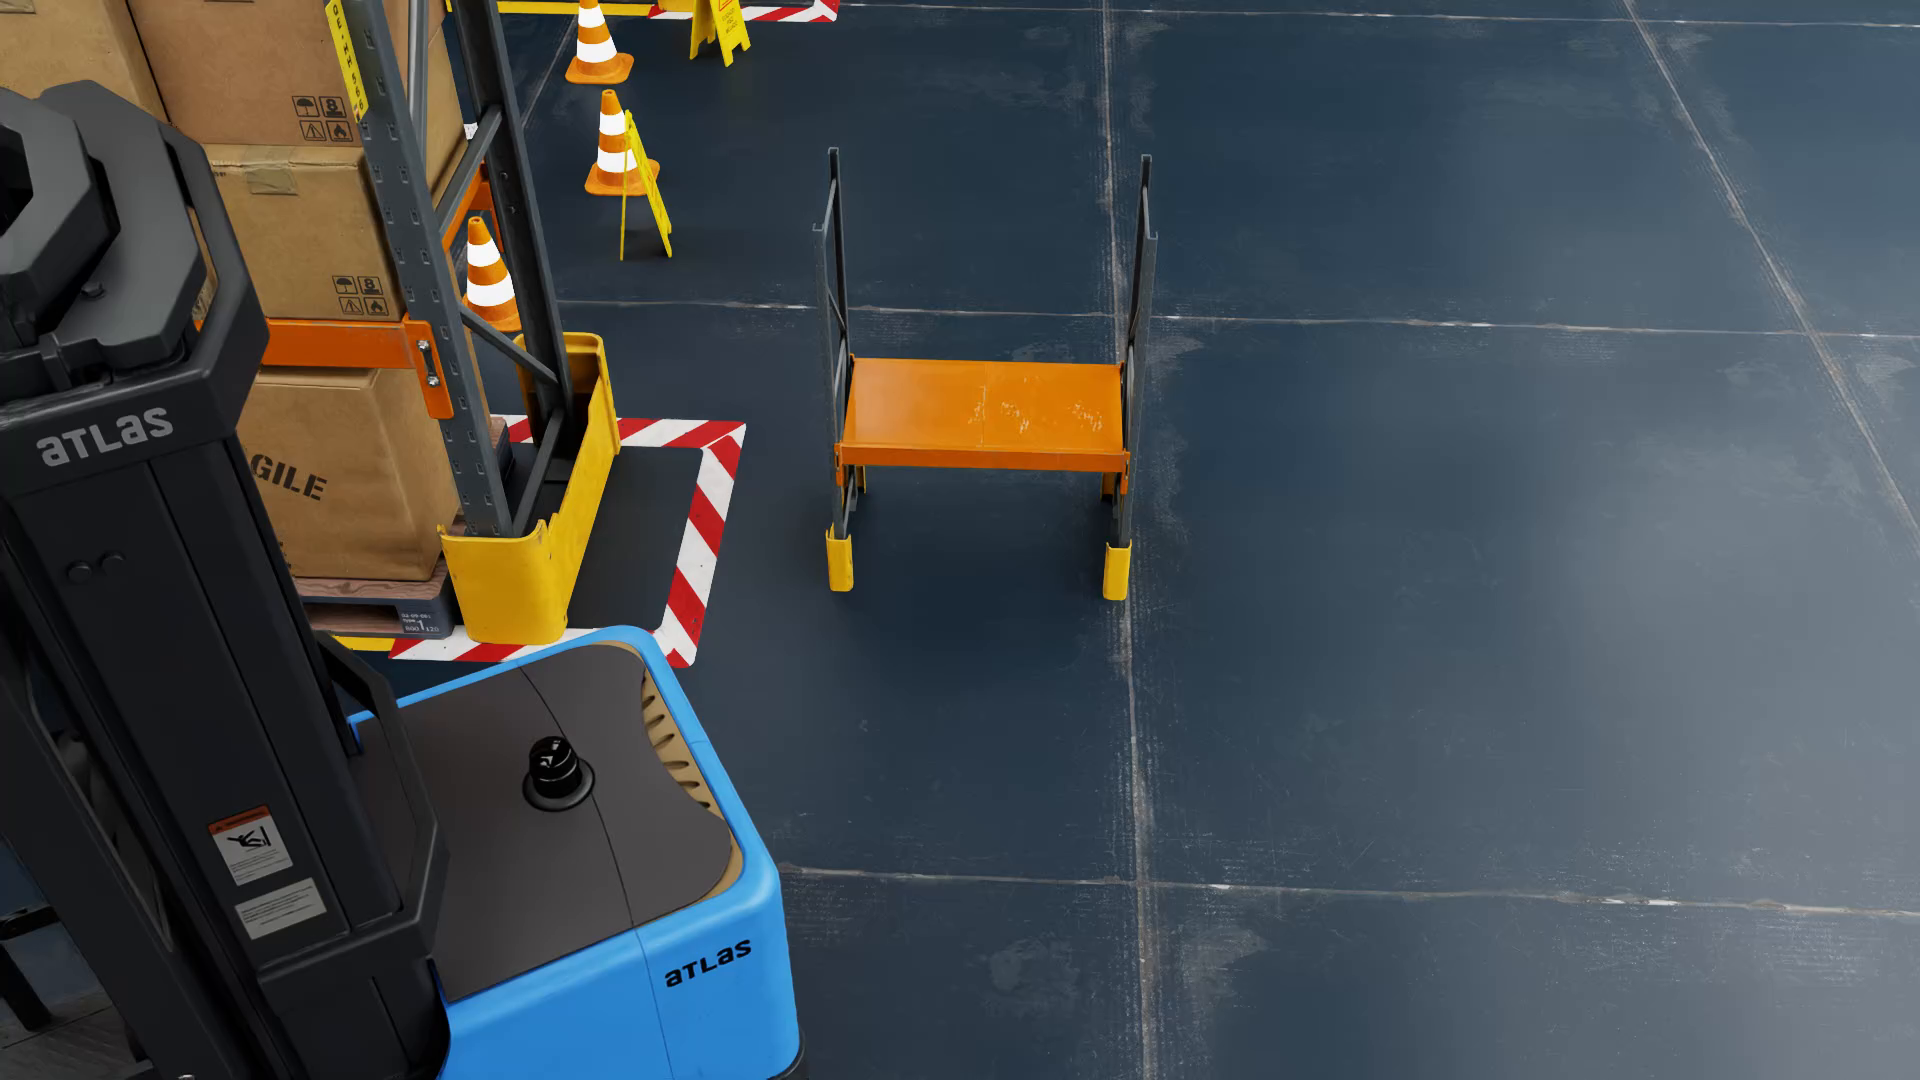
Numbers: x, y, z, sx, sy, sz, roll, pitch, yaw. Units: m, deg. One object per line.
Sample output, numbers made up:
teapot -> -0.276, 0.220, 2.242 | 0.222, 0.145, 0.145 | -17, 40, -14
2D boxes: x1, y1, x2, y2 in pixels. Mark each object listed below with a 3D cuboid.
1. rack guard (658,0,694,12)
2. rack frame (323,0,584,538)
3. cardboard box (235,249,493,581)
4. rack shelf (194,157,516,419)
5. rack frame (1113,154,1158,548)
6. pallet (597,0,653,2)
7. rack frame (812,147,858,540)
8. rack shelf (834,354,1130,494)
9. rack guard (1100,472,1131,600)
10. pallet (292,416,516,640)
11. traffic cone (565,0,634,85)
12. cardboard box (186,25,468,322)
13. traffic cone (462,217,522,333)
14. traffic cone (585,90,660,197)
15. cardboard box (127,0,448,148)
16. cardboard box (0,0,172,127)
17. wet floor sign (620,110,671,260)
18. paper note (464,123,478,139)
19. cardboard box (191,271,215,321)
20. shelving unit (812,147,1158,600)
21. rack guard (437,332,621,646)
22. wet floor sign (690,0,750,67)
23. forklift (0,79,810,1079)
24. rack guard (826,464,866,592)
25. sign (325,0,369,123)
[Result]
rack guard -> -1.531, -3.591, 9.738 | 0.348, 0.500, 1.175 | 2, 43, 2
rack frame -> -1.578, -1.129, 5.262 | 0.127, 3.000, 1.000 | 2, 43, 2
cardboard box -> -2.258, -0.481, 5.817 | 0.875, 0.875, 0.875 | 2, 43, 2
rack shelf -> -3.576, -0.928, 5.573 | 4.000, 0.370, 1.077 | 2, 43, 2
rack frame -> 0.593, -0.531, 5.719 | 0.032, 1.500, 0.500 | 2, 43, 2
pallet -> -2.341, -3.534, 9.889 | 1.213, 0.211, 1.003 | 2, 43, 2
rack frame -> -0.423, -0.562, 5.753 | 0.032, 1.500, 0.500 | 2, 43, 2
rack shelf -> 0.085, -0.415, 5.859 | 1.000, 0.185, 0.538 | 2, 43, 2
rack guard -> 0.574, -0.074, 6.146 | 0.087, 0.250, 0.587 | 2, 43, 2
pallet -> -2.380, -0.080, 6.181 | 1.213, 0.211, 1.003 | 2, 43, 2
traffic cone -> -1.943, -2.710, 8.819 | 0.334, 0.463, 0.336 | 2, 43, 2
cardboard box -> -1.950, -1.165, 5.190 | 0.550, 0.550, 0.875 | 2, 43, 2
traffic cone -> -2.044, -1.184, 7.182 | 0.334, 0.463, 0.336 | 2, 43, 2
traffic cone -> -1.654, -1.943, 7.997 | 0.334, 0.463, 0.336 | 2, 43, 2
cardboard box -> -1.947, -1.617, 4.883 | 0.550, 0.550, 0.875 | 2, 43, 2
cardboard box -> -2.500, -1.571, 4.834 | 0.550, 0.550, 0.875 | 2, 43, 2
wet floor sign -> -1.459, -1.615, 7.511 | 0.232, 0.644, 0.267 | -5, 43, -5
paper note -> -2.490, -2.090, 8.471 | 0.142, 0.019, 0.148 | -12, 44, -13
cardboard box -> -2.501, -1.167, 5.192 | 0.550, 0.550, 0.875 | 2, 43, 2
shelving unit -> 0.076, -0.546, 5.736 | 1.083, 1.500, 0.587 | 2, 43, 2
rack guard -> -1.554, -0.214, 6.113 | 0.348, 0.500, 1.175 | 2, 43, 2
wet floor sign -> -1.314, -2.907, 8.897 | 0.232, 0.644, 0.267 | 16, 45, 16
forklift -> -1.956, 0.672, 3.378 | 3.031, 2.935, 1.130 | -19, 46, -20
rack guard -> -0.421, -0.104, 6.179 | 0.087, 0.250, 0.587 | 2, 43, 2
sign -> -1.616, -1.271, 4.390 | 0.005, 0.325, 0.100 | 2, 43, 2
